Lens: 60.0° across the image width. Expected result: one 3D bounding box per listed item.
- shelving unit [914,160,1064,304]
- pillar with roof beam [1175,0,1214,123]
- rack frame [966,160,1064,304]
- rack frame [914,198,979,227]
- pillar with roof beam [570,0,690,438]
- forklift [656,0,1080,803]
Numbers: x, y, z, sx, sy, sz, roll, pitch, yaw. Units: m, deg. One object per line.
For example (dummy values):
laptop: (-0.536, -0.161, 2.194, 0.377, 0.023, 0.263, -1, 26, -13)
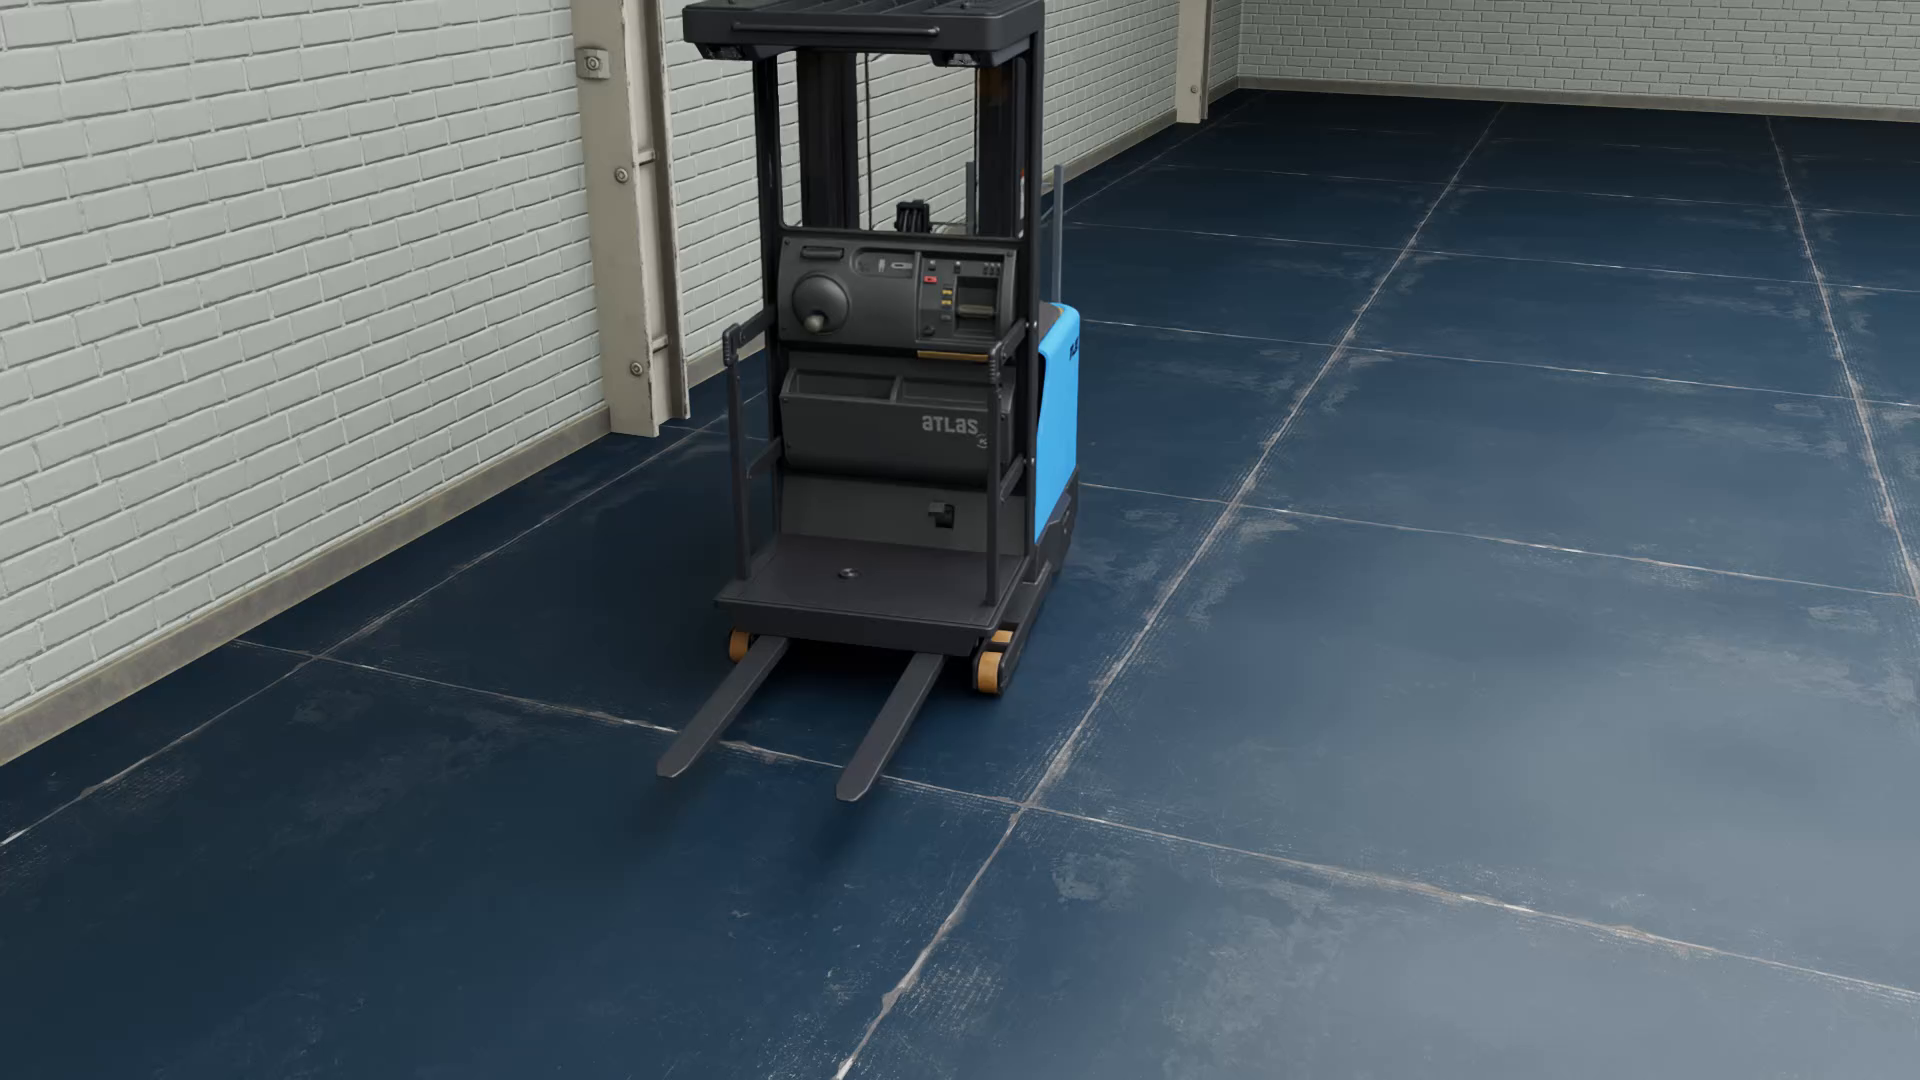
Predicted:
shelving unit: (0.156, -1.032, 8.274, 0.538, 1.500, 1.048, 5, 23, 13)
pillar with roof beam: (6.713, -8.483, 16.383, 9.100, 9.000, 0.400, 9, 24, 20)
rack frame: (0.278, -1.222, 8.729, 0.500, 1.500, 0.032, 5, 23, 13)
rack frame: (0.035, -0.841, 7.818, 0.500, 1.500, 0.032, 5, 23, 13)
pillar with roof beam: (2.255, -4.189, 6.103, 9.100, 9.000, 0.400, 9, 24, 20)
forklift: (-0.295, -0.925, 6.162, 1.130, 2.935, 3.031, 5, 23, 13)
